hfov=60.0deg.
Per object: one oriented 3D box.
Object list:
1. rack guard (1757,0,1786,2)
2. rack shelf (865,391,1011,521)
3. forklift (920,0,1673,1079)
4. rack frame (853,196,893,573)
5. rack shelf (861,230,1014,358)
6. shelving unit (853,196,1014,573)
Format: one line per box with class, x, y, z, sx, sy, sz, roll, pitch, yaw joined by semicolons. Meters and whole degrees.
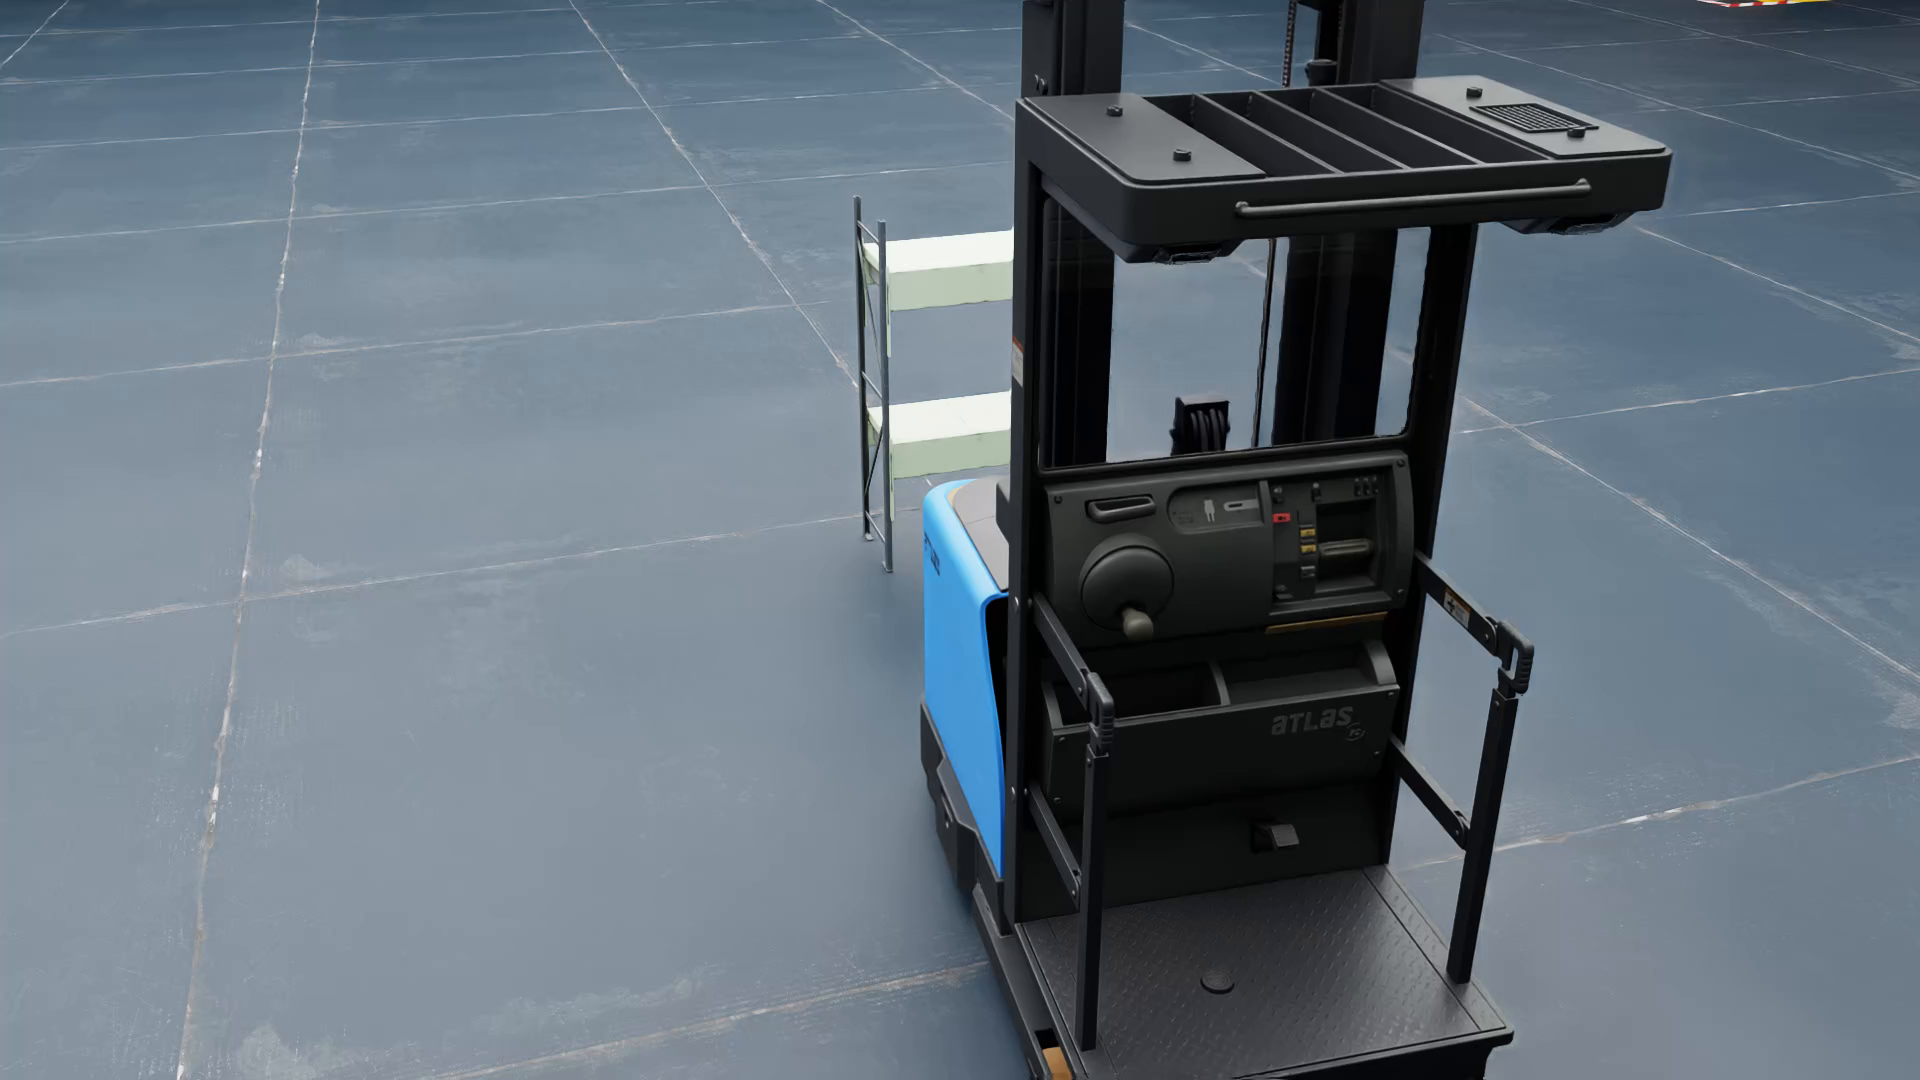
rack guard;10.054;-7.214;21.219;0.348;0.500;1.175;-8;28;-16
rack shelf;-0.006;-0.379;7.060;0.720;0.370;0.431;-8;28;-16
forklift;0.717;0.054;3.846;1.130;2.935;3.031;-6;27;-12
rack frame;-0.354;-0.620;6.813;0.023;1.500;0.400;-8;28;-16
rack shelf;-0.006;-1.020;6.741;0.720;0.370;0.431;-8;28;-16
shelving unit;-0.006;-0.671;6.915;0.755;1.500;0.431;-8;28;-16
